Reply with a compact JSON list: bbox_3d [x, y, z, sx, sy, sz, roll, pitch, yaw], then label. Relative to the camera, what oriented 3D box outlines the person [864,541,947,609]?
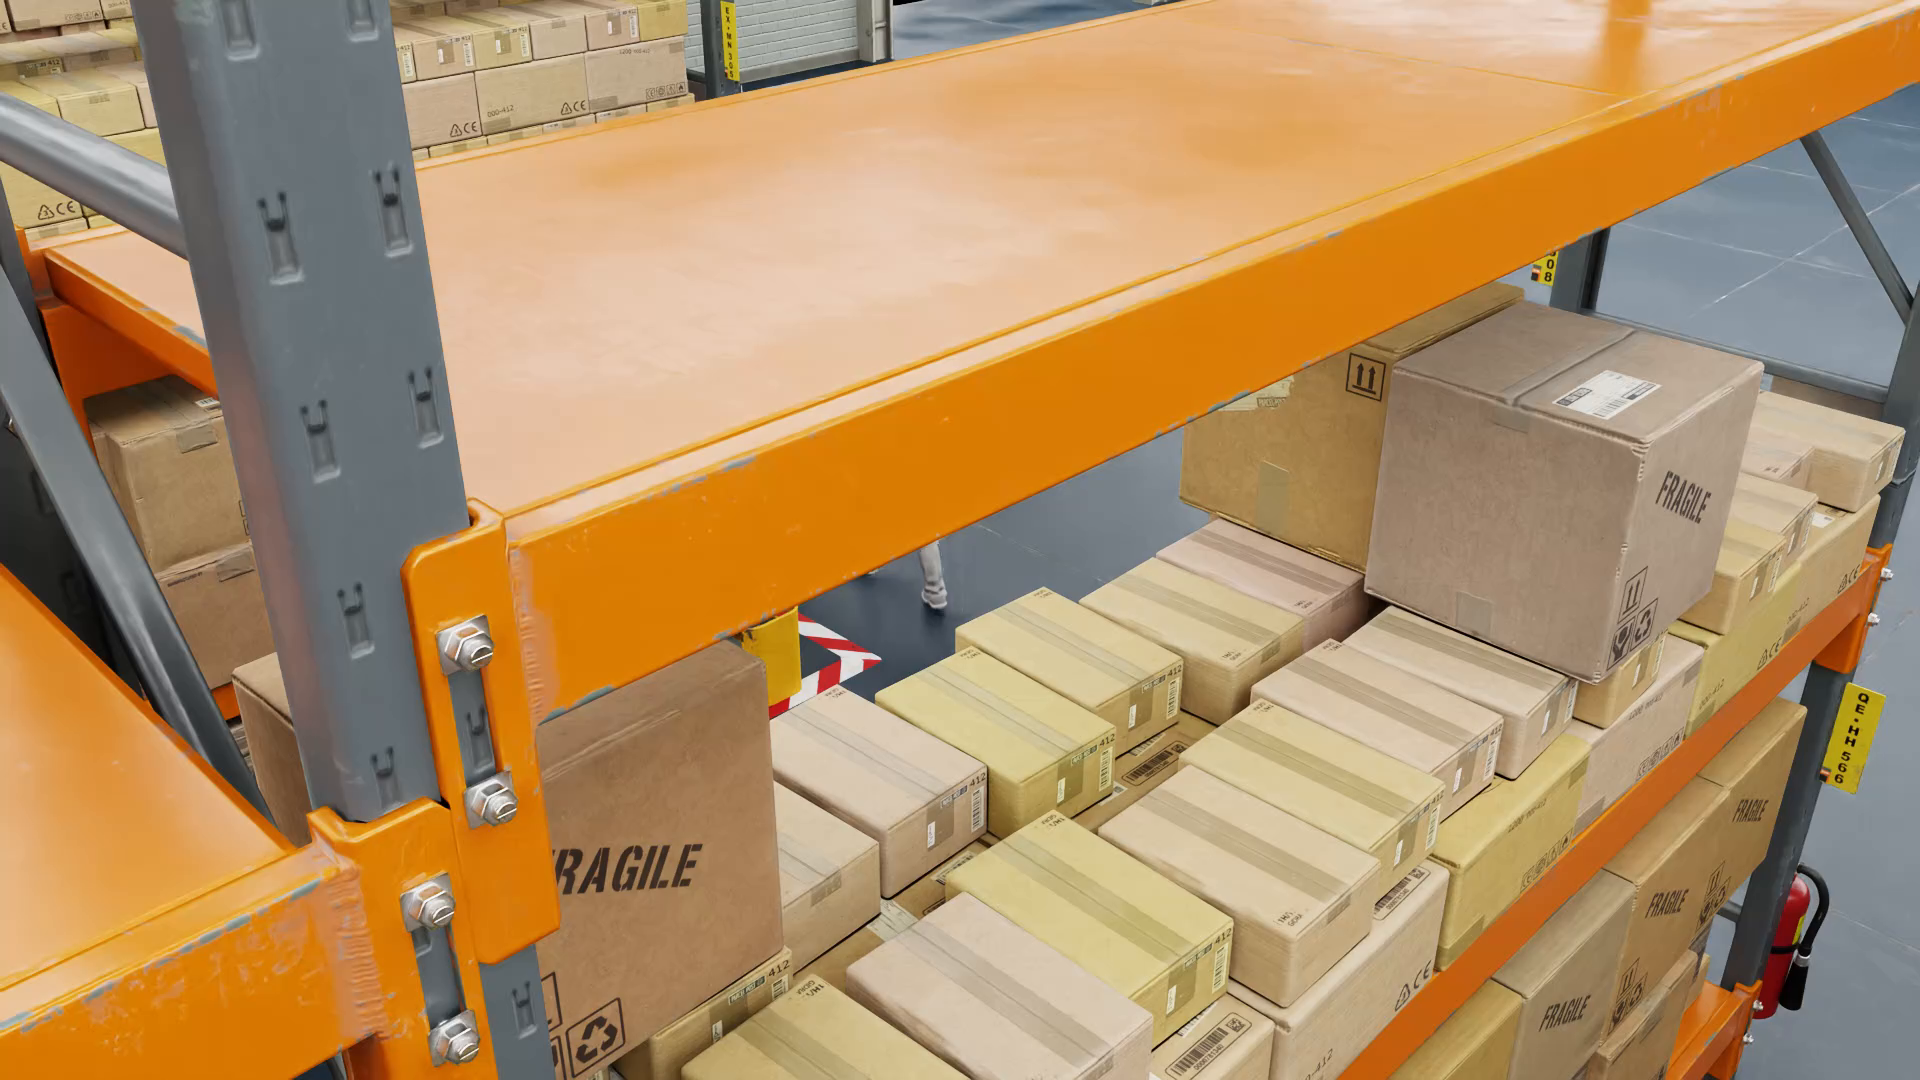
[{"bbox_3d":[-0.381,-0.450,9.452,0.501,1.633,0.927,-13,31,-23],"label":"person"}]
